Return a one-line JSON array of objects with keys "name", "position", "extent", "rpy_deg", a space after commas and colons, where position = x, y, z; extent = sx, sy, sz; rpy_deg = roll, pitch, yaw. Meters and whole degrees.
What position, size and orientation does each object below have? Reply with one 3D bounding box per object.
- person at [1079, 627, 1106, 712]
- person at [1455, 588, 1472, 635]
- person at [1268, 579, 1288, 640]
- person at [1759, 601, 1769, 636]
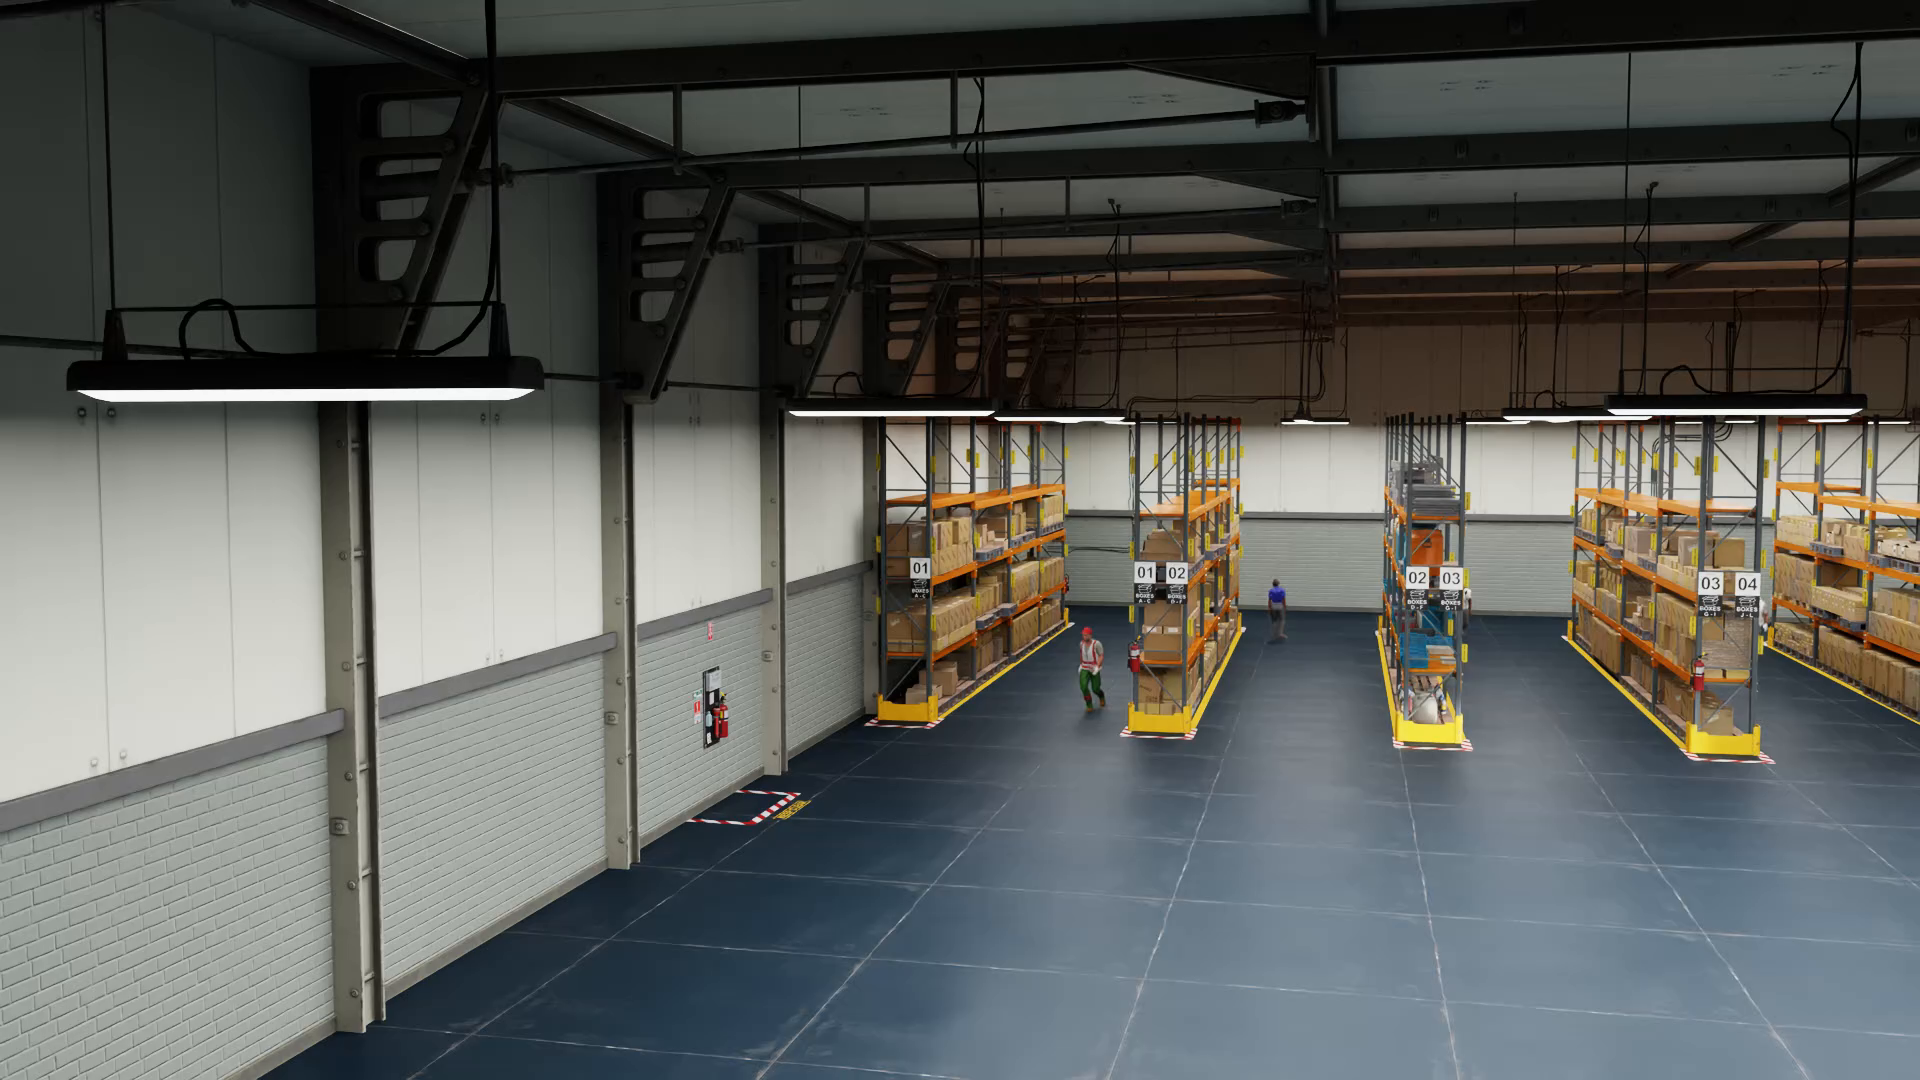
[{"name": "person", "position": [2.655, 2.600, 33.684], "extent": [0.592, 1.698, 0.796], "rpy_deg": [2, 4, 27]}, {"name": "person", "position": [13.627, 1.843, 45.065], "extent": [0.455, 1.634, 0.835], "rpy_deg": [1, 4, 12]}, {"name": "person", "position": [8.551, 1.882, 44.738], "extent": [0.516, 1.643, 0.485], "rpy_deg": [0, 4, 6]}, {"name": "person", "position": [19.455, 2.080, 40.647], "extent": [0.571, 1.720, 1.039], "rpy_deg": [1, 4, 14]}]
